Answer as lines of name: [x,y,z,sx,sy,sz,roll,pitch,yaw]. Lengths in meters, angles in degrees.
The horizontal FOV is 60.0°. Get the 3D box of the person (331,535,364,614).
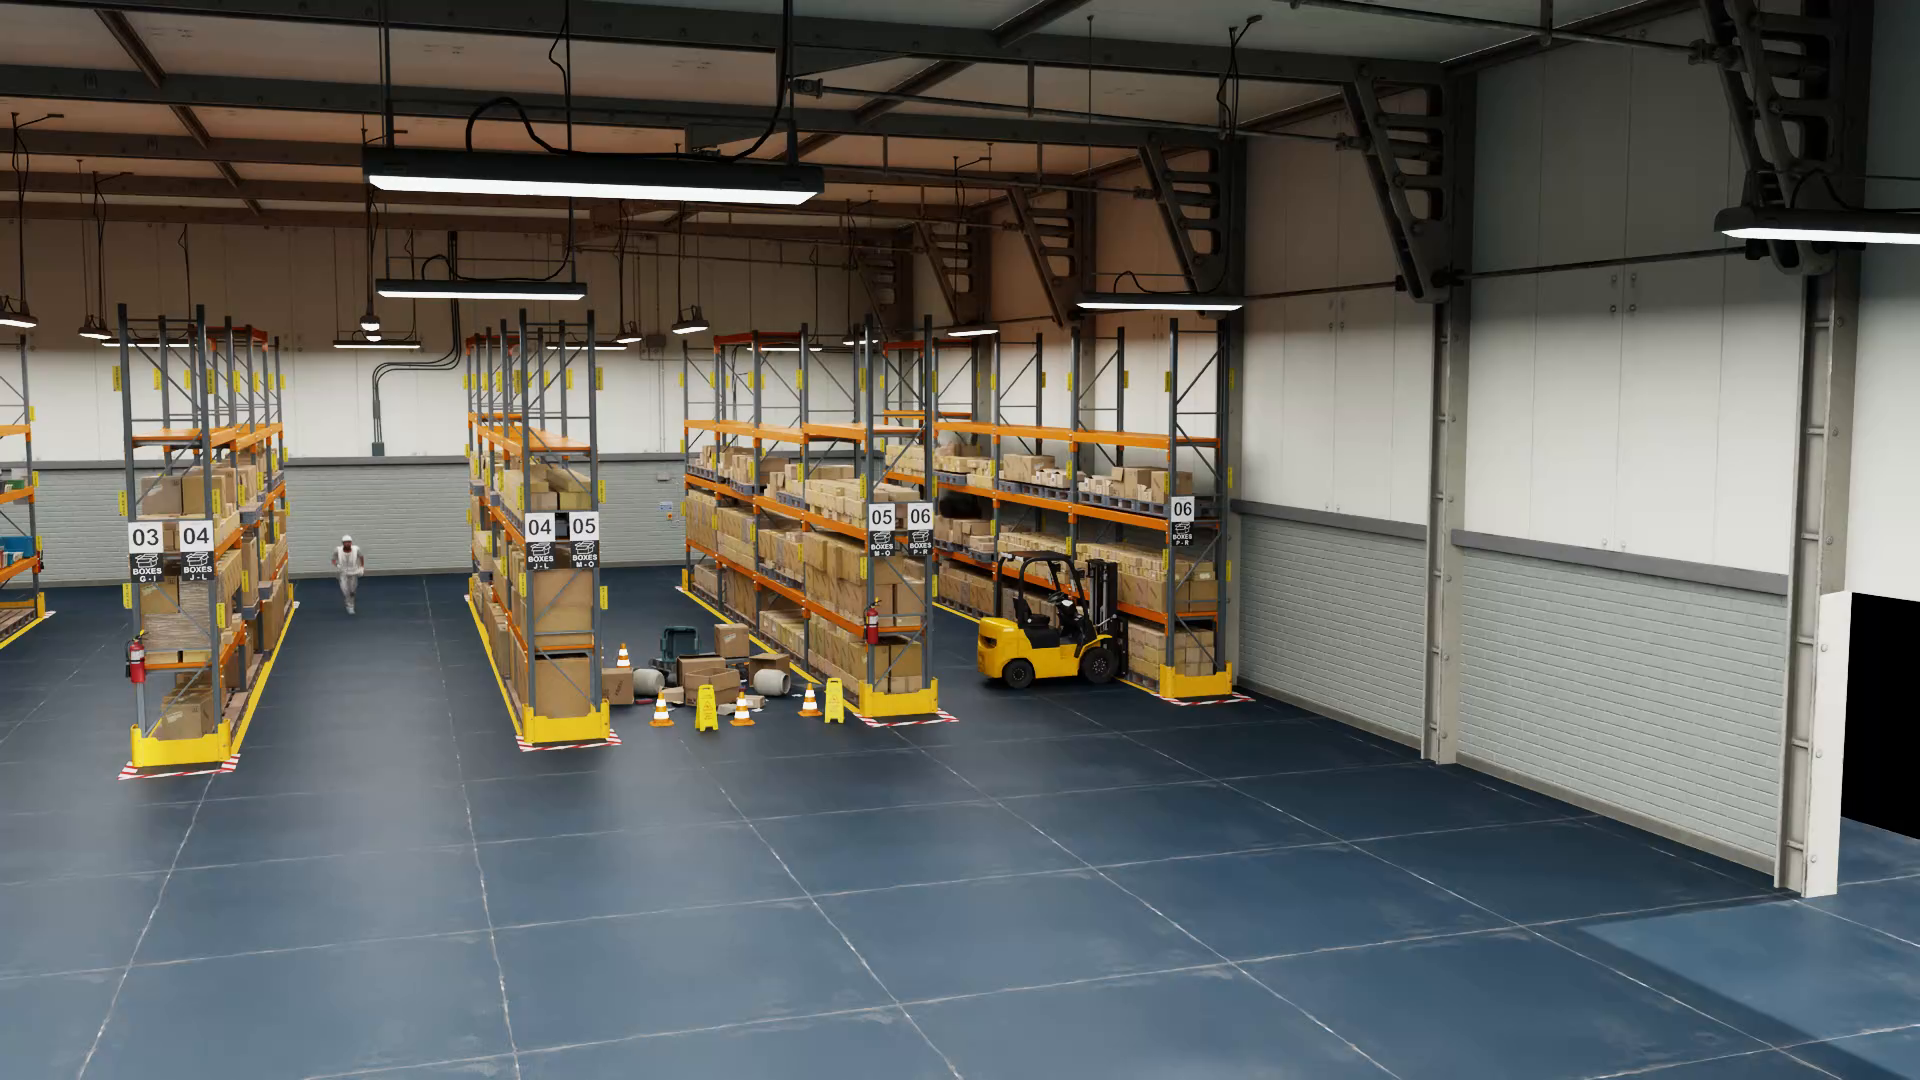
person: [-13.252,0.740,36.005,0.659,1.723,0.772,-2,6,-18]
